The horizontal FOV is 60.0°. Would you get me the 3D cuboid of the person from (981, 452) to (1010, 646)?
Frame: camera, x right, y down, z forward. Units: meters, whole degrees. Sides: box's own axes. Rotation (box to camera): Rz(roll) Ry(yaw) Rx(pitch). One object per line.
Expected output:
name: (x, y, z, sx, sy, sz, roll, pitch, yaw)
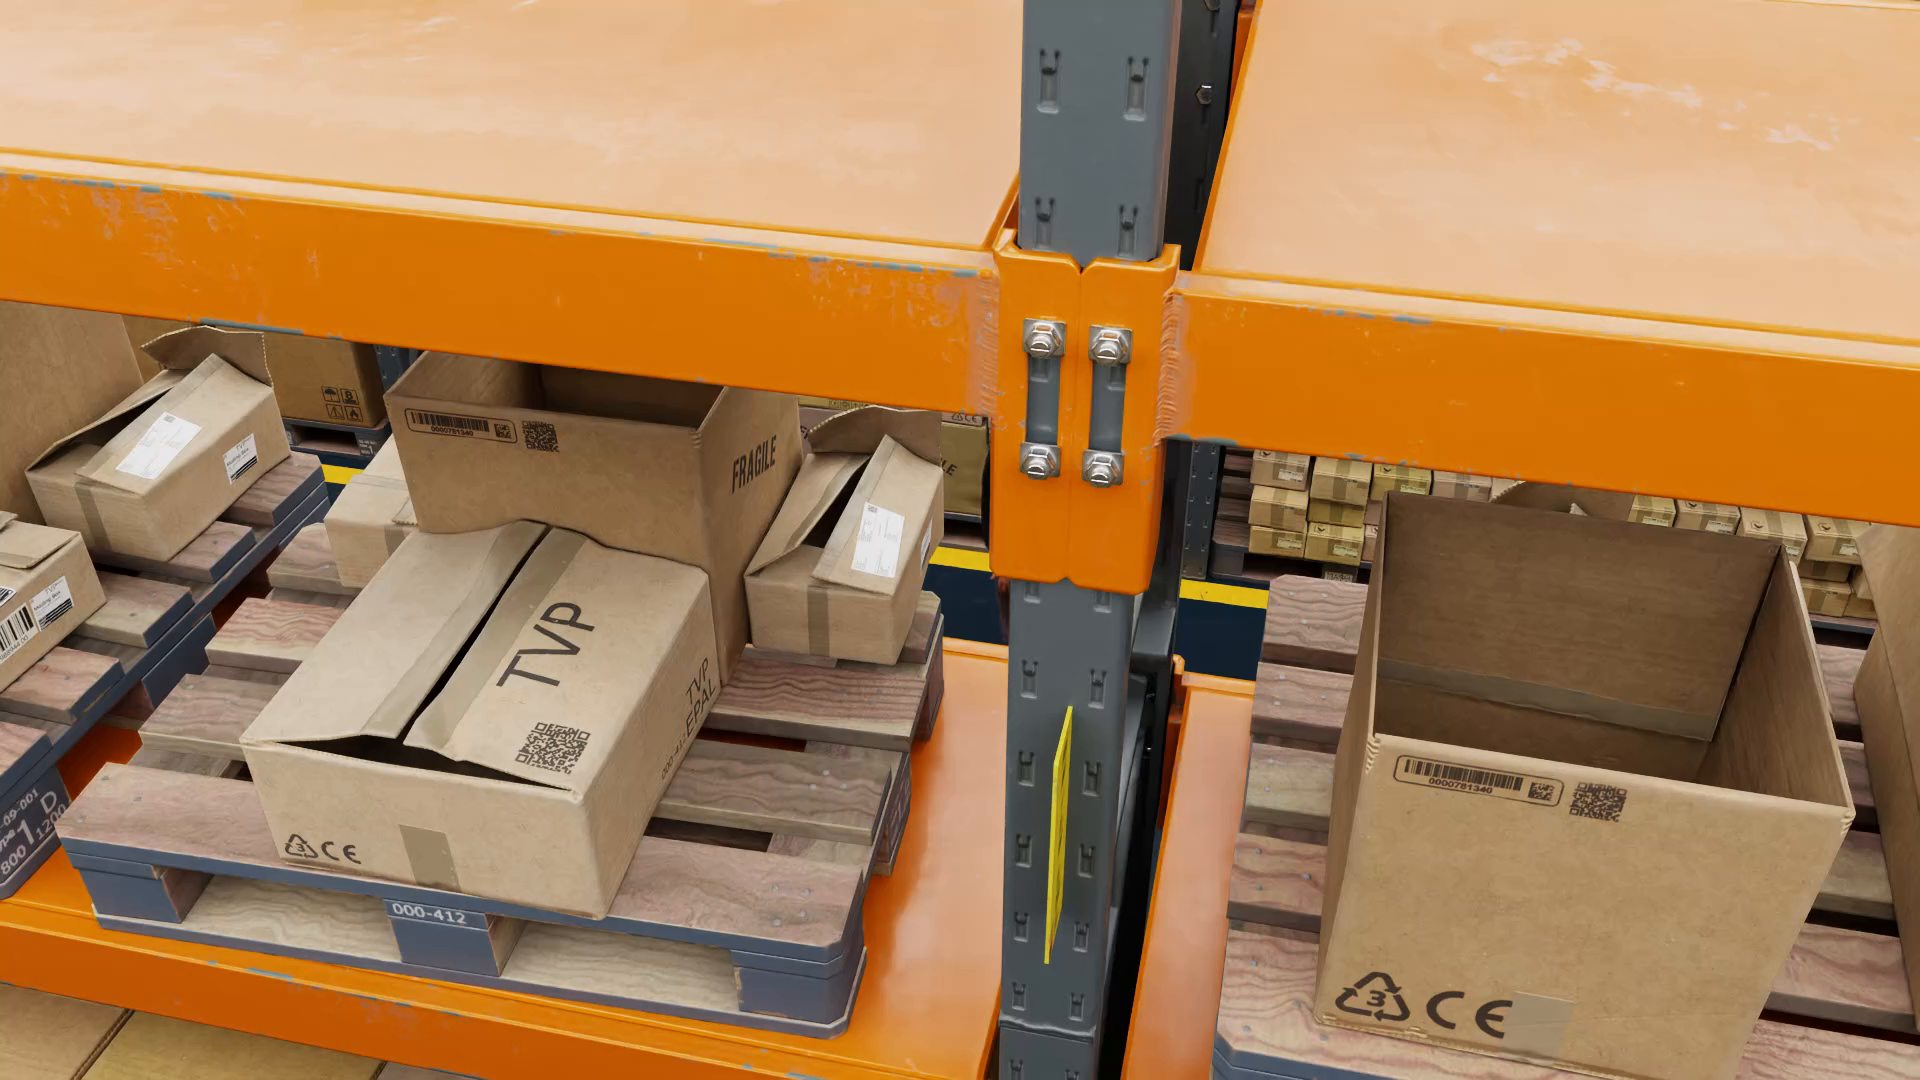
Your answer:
person: (0.267, 0.005, 6.664, 0.355, 1.721, 0.532, 8, 37, 11)
